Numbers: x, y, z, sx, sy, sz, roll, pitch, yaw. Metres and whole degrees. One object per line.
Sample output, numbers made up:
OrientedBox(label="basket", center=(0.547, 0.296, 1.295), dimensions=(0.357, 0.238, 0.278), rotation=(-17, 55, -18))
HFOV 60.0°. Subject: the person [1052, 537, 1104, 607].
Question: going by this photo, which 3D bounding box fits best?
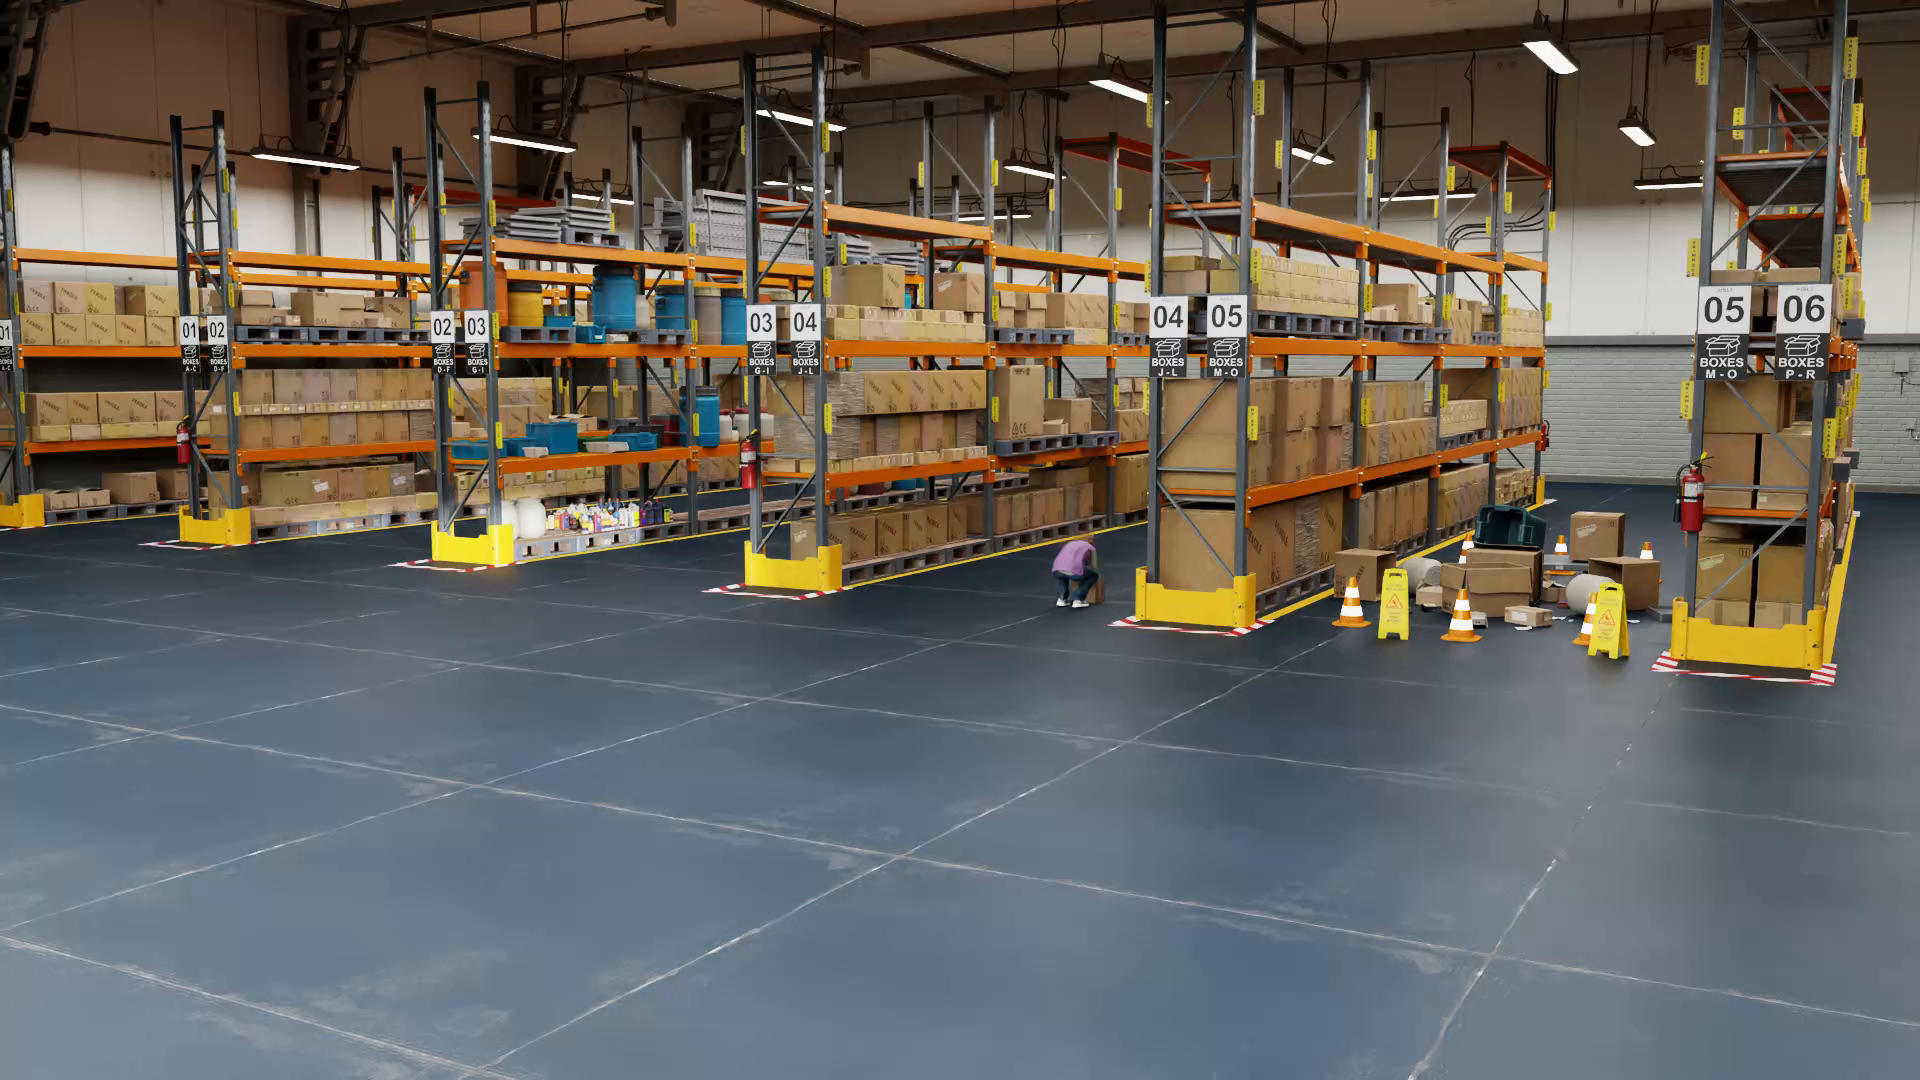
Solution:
OrientedBox(label="person", center=(1.239, 0.370, 17.605), dimensions=(0.423, 0.735, 0.847), rotation=(3, 7, 28))
